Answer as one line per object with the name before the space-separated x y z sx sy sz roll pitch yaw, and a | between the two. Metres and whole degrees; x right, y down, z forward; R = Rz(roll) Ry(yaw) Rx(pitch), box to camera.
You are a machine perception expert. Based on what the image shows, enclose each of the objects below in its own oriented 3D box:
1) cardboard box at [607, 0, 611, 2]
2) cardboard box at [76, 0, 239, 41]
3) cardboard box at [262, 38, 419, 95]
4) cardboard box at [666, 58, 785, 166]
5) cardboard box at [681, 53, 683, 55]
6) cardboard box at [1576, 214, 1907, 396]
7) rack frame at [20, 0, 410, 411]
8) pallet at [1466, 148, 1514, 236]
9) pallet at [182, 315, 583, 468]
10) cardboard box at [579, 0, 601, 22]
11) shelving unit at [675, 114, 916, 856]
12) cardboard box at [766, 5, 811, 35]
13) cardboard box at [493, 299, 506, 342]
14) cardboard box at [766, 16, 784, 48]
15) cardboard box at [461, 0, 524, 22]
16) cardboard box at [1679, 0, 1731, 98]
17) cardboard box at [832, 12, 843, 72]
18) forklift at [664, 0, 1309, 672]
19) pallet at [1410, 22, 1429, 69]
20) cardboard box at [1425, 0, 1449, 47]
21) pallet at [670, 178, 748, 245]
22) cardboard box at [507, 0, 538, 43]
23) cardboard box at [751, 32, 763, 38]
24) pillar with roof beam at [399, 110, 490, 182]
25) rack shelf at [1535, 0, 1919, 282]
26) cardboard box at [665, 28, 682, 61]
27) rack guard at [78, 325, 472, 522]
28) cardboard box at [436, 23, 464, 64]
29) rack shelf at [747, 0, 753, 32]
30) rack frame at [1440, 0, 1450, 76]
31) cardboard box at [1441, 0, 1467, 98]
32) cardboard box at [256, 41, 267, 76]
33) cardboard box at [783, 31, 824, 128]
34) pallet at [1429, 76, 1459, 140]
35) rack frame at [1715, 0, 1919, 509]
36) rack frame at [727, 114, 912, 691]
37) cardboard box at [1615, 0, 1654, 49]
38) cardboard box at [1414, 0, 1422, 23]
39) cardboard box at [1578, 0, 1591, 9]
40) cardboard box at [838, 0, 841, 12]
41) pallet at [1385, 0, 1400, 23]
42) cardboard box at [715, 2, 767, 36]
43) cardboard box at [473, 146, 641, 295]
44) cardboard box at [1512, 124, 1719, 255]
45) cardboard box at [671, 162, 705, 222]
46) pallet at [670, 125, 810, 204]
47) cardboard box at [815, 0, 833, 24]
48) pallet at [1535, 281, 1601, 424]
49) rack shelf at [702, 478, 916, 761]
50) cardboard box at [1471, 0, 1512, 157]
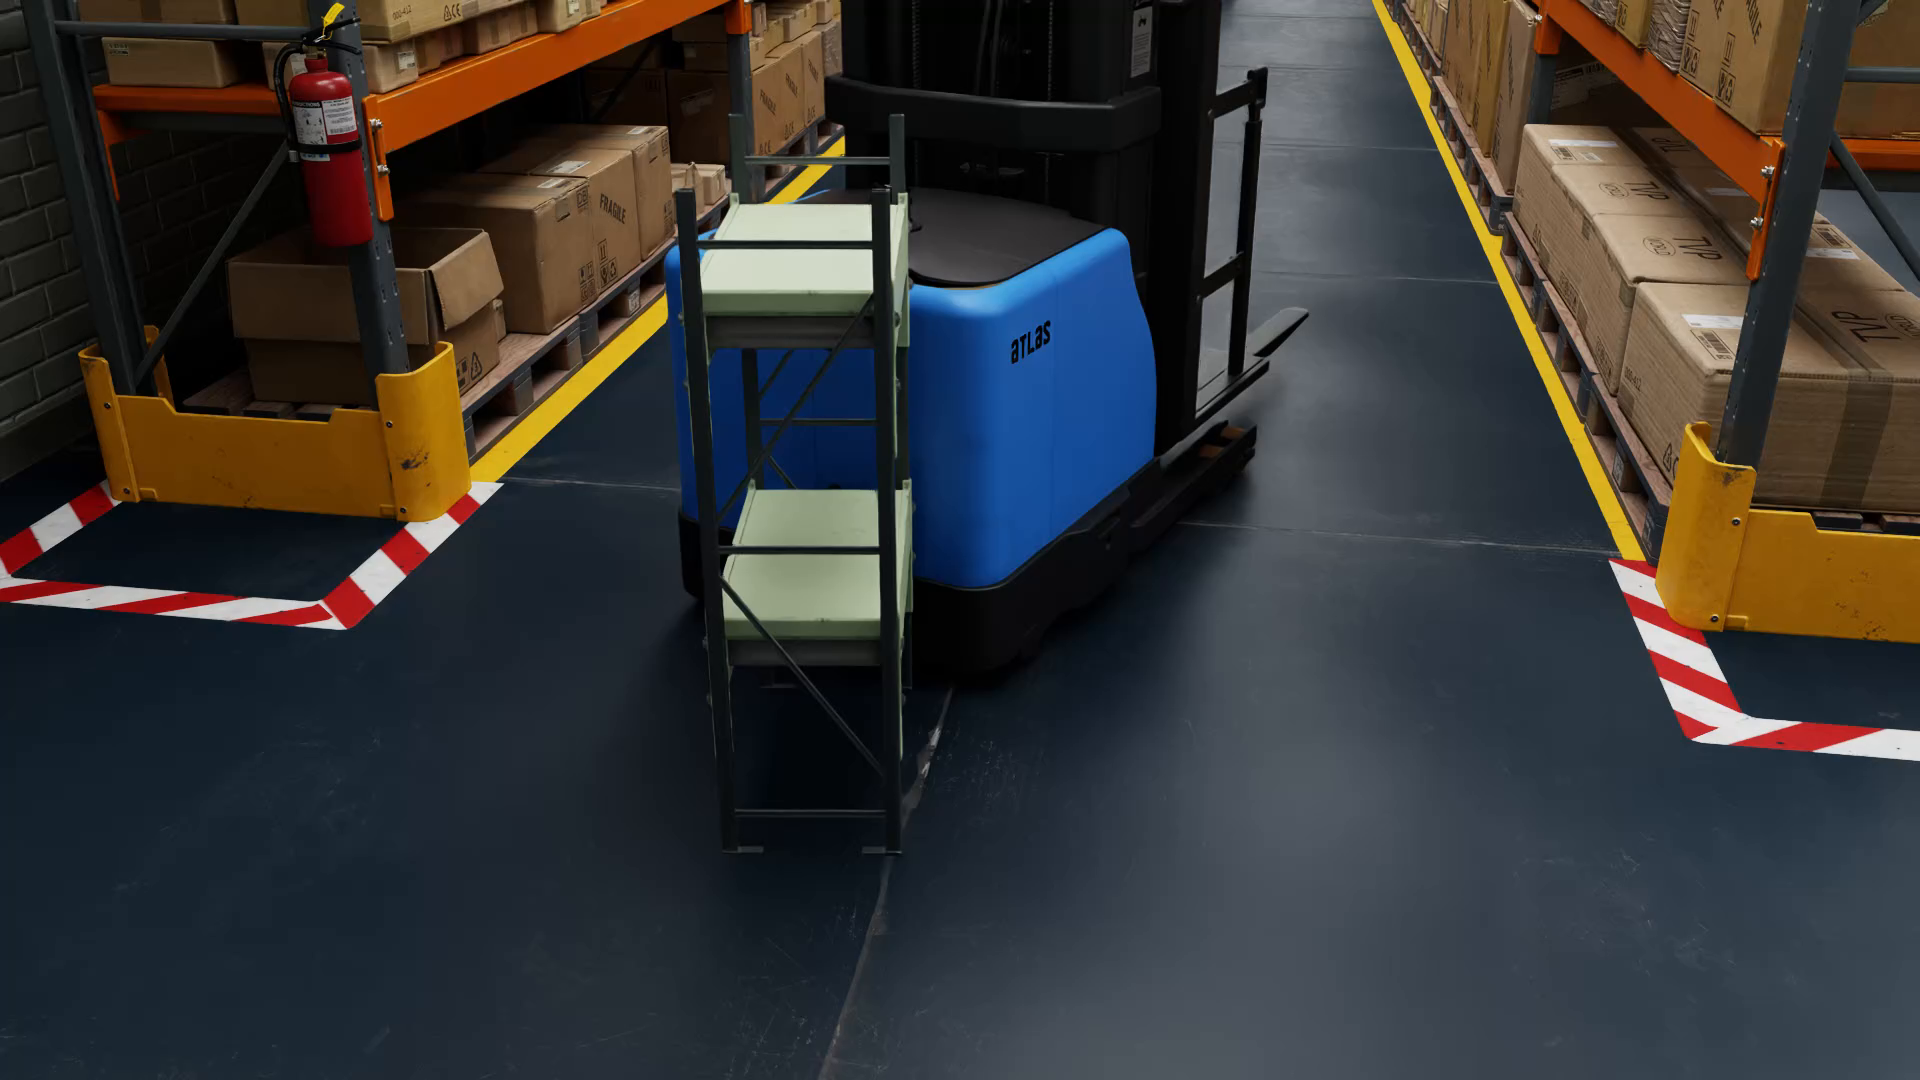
cardboard box | -1.685 -2.362 7.055 0.380 0.149 0.250 4 25 9
cardboard box | -2.446 -1.769 5.317 0.500 0.250 0.500 5 26 10
cardboard box | -1.935 -1.496 5.205 0.380 0.149 0.250 4 25 8
cardboard box | -1.305 -2.409 9.312 0.500 0.500 0.500 5 26 11
cardboard box | -1.728 -2.655 9.838 0.500 0.500 0.500 3 25 6
cardboard box | 2.789 -0.845 6.045 0.875 0.438 0.875 5 25 10
rack frame | -2.259 -1.492 4.898 1.000 3.000 0.127 4 25 9
pallet | 3.344 -1.887 9.033 1.003 0.211 1.213 4 25 9
pallet | -2.118 -0.594 6.270 1.003 0.211 1.213 4 25 9
cardboard box | -1.653 -2.143 6.587 0.380 0.149 0.250 5 25 10
shelving unit | -0.329 -0.131 3.760 0.431 1.500 0.755 0 25 0
cardboard box | -1.133 -3.198 10.233 0.380 0.149 0.250 5 26 10
cardboard box | -1.958 -0.815 6.320 0.380 0.149 0.250 3 25 6
cardboard box | -1.254 -2.993 9.794 0.380 0.149 0.250 4 25 8
cardboard box | -1.837 -1.940 5.683 0.500 0.250 0.500 4 25 9
cardboard box | 2.553 -1.624 5.062 0.500 0.500 0.500 3 25 7
cardboard box | -0.984 -3.276 11.164 0.500 0.500 0.500 5 26 11
forklift | 0.368 -1.568 5.143 1.130 2.935 3.031 14 28 27
pallet | 4.276 -4.068 13.691 1.003 0.211 1.213 4 25 9
cardboard box | 4.160 -4.040 12.947 0.950 0.372 0.625 4 25 8
pallet | -1.719 -1.614 8.450 1.003 0.211 1.213 4 25 9
cardboard box | -1.791 -1.931 6.134 0.380 0.149 0.250 4 25 9
cardboard box | -1.316 -2.769 9.316 0.380 0.149 0.250 3 25 7
pillar with roof beam | 1.638 -5.355 6.075 9.100 9.000 0.400 4 25 9
rack shelf | 2.965 -1.660 6.107 1.077 0.370 4.000 4 25 9
cardboard box | -1.792 -2.801 9.383 0.380 0.149 0.250 4 25 9
rack guard | -2.247 -0.391 5.496 1.175 0.500 0.348 4 25 9
cardboard box | -1.931 -1.718 5.679 0.380 0.149 0.250 4 25 8
rack shelf | -1.279 -3.675 10.412 1.077 0.370 4.000 4 25 9
rack frame | 3.945 -4.495 11.315 1.000 3.000 0.127 4 25 9
cardboard box | 3.751 -3.440 11.072 0.875 0.875 0.875 4 25 8
cardboard box | -2.368 -1.637 5.505 0.380 0.149 0.250 5 26 10
cardboard box | -1.142 -2.841 10.235 0.500 0.500 0.500 3 25 7
pallet | 3.742 -2.908 11.213 1.003 0.211 1.213 4 25 9
rack frame | 2.638 -1.149 4.167 1.000 3.000 0.127 4 25 9
rack frame | -0.327 -0.286 4.092 0.400 1.500 0.023 0 25 0
cardboard box | 2.699 -2.056 5.987 0.500 0.500 0.500 5 26 10
cardboard box | 4.402 -4.648 14.245 0.950 0.372 0.625 6 26 12
cardboard box | 2.870 -2.479 6.890 0.500 0.500 0.500 4 25 9
cardboard box | -0.971 -3.635 11.165 0.380 0.149 0.250 5 26 10
pallet | 4.674 -5.189 16.086 1.003 0.211 1.213 4 25 9
cardboard box | -1.290 -2.895 9.233 0.380 0.149 0.250 3 25 6
cardboard box | -1.703 -1.368 7.087 0.500 0.500 0.500 4 25 9
cardboard box | 3.083 -1.597 7.650 0.875 0.438 0.875 4 25 8
cardboard box | -1.465 -1.714 8.103 0.396 0.266 0.258 5 26 10
pallet | -1.510 -2.244 9.796 1.003 0.211 1.213 4 25 9
cardboard box | -1.027 -3.413 10.690 0.380 0.149 0.250 3 25 6
pallet | 2.893 -0.735 6.571 1.003 0.211 1.213 4 25 9
rack shelf | -0.329 0.165 3.898 0.431 0.370 0.720 0 25 0
cardboard box | 3.454 -2.693 9.477 0.875 0.875 0.875 5 26 10
